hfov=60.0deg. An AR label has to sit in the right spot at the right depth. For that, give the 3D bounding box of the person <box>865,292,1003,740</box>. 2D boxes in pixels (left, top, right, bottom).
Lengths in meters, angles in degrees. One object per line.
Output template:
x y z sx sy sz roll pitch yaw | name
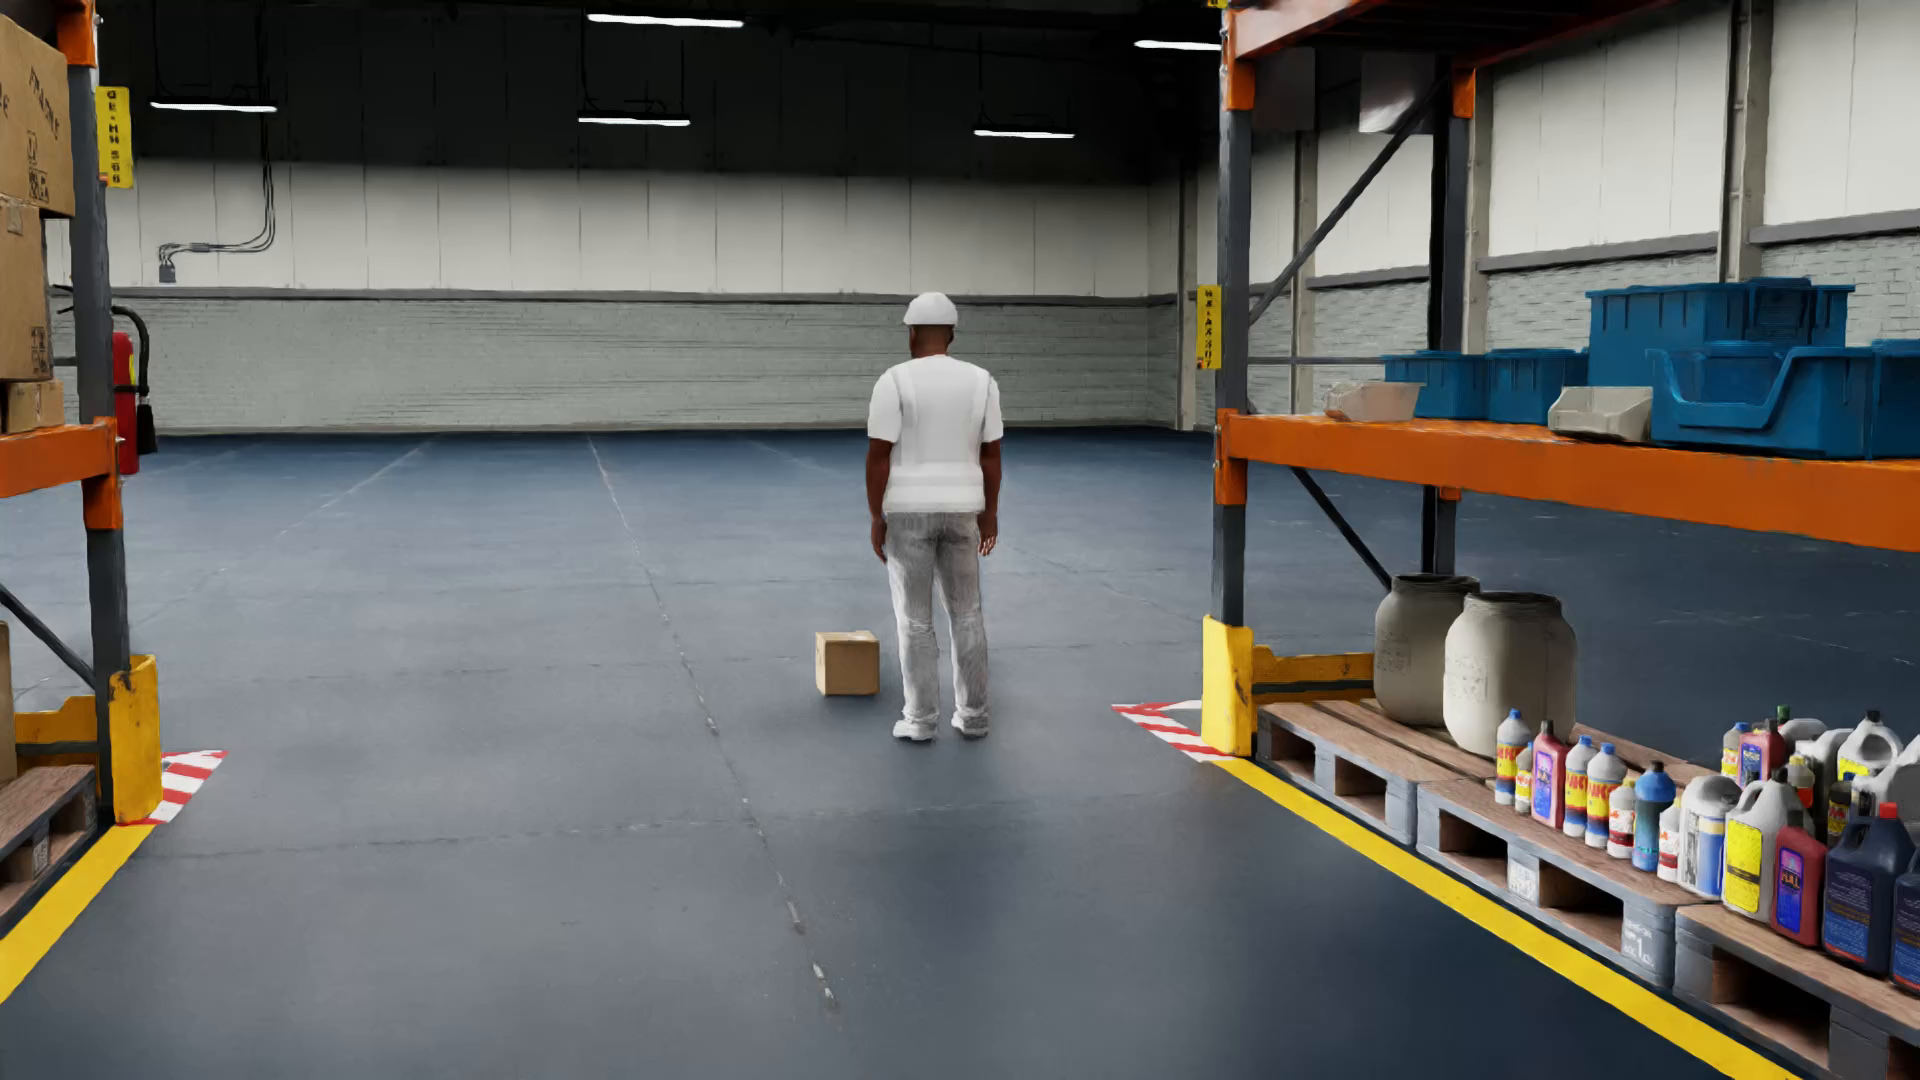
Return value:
-0.109 -0.095 6.654 0.584 1.782 0.399 -2 7 -22 | person
